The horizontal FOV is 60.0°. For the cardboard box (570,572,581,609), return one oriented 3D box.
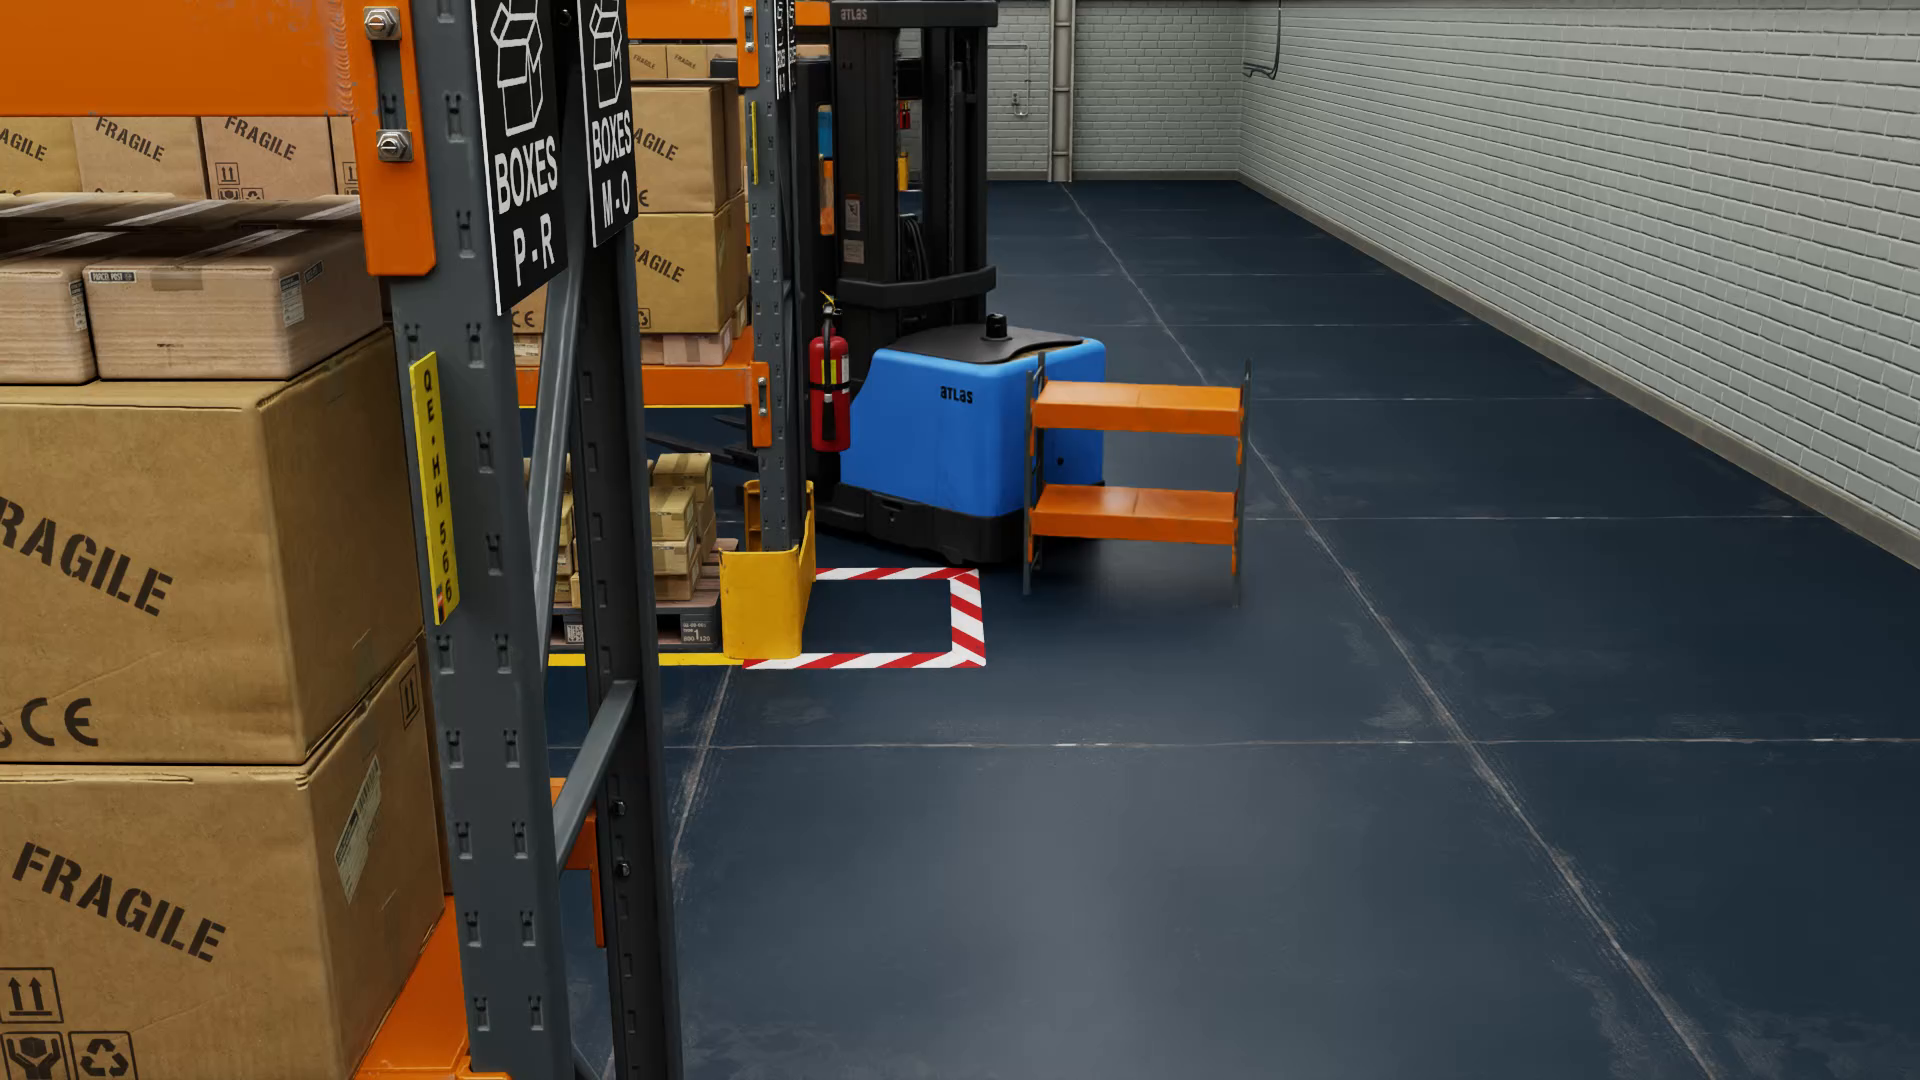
[{"bbox_3d":[-1.598,0.180,7.555,0.250,0.149,0.380,0,18,1],"label":"cardboard box"}]

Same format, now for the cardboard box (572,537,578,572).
[{"bbox_3d":[-1.604,0.015,7.584,0.250,0.149,0.380,-1,18,-2],"label":"cardboard box"}]

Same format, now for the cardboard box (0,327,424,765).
[{"bbox_3d":[-1.118,-0.013,2.378,0.500,0.500,0.500,0,18,1],"label":"cardboard box"}]

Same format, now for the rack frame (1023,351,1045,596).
[{"bbox_3d":[0.369,-0.334,8.246,0.032,1.125,0.500,3,18,9],"label":"rack frame"}]

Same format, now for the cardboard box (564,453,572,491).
[{"bbox_3d":[-1.876,-0.303,8.086,0.250,0.149,0.380,0,18,-1],"label":"cardboard box"}]

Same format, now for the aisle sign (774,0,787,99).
[{"bbox_3d":[-0.741,-2.222,6.809,0.004,0.787,0.394,0,18,-1],"label":"aisle sign"}]

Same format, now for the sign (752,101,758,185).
[{"bbox_3d":[-0.830,-1.608,6.737,0.005,0.325,0.100,0,18,-1],"label":"sign"}]

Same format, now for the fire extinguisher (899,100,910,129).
[{"bbox_3d":[-0.873,-6.775,25.994,0.183,0.674,0.296,0,18,-1],"label":"fire extinguisher"}]

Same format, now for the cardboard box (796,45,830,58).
[{"bbox_3d":[-1.895,-6.052,21.202,0.500,0.500,0.500,0,18,1],"label":"cardboard box"}]

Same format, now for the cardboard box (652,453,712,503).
[{"bbox_3d":[-1.348,-0.303,8.087,0.250,0.149,0.380,-1,18,-3],"label":"cardboard box"}]

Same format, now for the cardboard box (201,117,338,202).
[{"bbox_3d":[-2.828,-1.652,6.999,0.500,0.500,0.500,-1,18,-3],"label":"cardboard box"}]

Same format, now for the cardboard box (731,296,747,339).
[{"bbox_3d":[-1.148,-1.055,7.836,0.250,0.149,0.380,0,18,-1],"label":"cardboard box"}]

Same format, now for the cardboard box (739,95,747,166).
[{"bbox_3d":[-1.279,-2.936,11.820,0.500,0.500,0.500,0,18,0],"label":"cardboard box"}]

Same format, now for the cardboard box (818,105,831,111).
[{"bbox_3d":[-1.911,-5.576,21.354,0.500,0.500,0.500,0,18,0],"label":"cardboard box"}]

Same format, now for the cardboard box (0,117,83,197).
[{"bbox_3d":[-3.845,-1.657,7.014,0.500,0.500,0.500,-1,18,-3],"label":"cardboard box"}]

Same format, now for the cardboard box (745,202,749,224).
[{"bbox_3d":[-1.407,-2.368,11.929,0.250,0.149,0.380,0,18,0],"label":"cardboard box"}]

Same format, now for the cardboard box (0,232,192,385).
[{"bbox_3d":[-1.249,-0.326,2.290,0.250,0.149,0.380,0,18,0],"label":"cardboard box"}]

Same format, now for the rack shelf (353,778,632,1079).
[{"bbox_3d":[-2.640,0.788,2.859,4.000,0.370,1.077,0,18,-1],"label":"rack shelf"}]

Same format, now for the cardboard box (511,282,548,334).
[{"bbox_3d":[-1.779,-1.183,7.175,0.500,0.500,0.500,-1,18,-2],"label":"cardboard box"}]

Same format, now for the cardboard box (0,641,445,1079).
[{"bbox_3d":[-1.118,0.471,2.505,0.500,0.500,0.500,0,18,-1],"label":"cardboard box"}]

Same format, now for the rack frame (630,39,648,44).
[{"bbox_3d":[-5.030,-7.110,26.303,0.127,3.000,1.000,0,18,-1],"label":"rack frame"}]

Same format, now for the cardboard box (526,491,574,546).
[{"bbox_3d":[-1.853,-0.098,7.448,0.250,0.149,0.380,-1,18,-2],"label":"cardboard box"}]

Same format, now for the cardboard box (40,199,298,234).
[{"bbox_3d":[-1.260,-0.457,2.699,0.250,0.149,0.380,0,18,0],"label":"cardboard box"}]

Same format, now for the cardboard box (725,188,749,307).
[{"bbox_3d":[-1.272,-1.347,7.686,0.500,0.500,0.500,1,18,2],"label":"cardboard box"}]

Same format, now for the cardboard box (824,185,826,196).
[{"bbox_3d":[-1.997,-4.599,22.254,0.500,0.250,0.500,0,18,-1],"label":"cardboard box"}]

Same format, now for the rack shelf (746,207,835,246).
[{"bbox_3d":[-2.796,-2.239,12.294,4.000,0.370,1.077,0,18,-1],"label":"rack shelf"}]

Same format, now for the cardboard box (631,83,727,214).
[{"bbox_3d":[-1.273,-1.663,7.034,0.500,0.500,0.500,-1,18,-2],"label":"cardboard box"}]

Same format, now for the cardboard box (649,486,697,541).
[{"bbox_3d":[-1.344,-0.122,7.522,0.250,0.149,0.380,0,18,0],"label":"cardboard box"}]

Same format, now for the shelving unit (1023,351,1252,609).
[{"bbox_3d":[0.869,-0.307,8.163,1.048,1.125,0.538,3,18,9],"label":"shelving unit"}]

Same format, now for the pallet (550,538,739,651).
[{"bbox_3d":[-1.708,0.245,7.937,1.213,0.211,1.003,0,18,-1],"label":"pallet"}]

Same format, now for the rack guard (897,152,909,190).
[{"bbox_3d":[-1.007,-5.940,26.745,0.348,0.500,1.175,0,18,-1],"label":"rack guard"}]

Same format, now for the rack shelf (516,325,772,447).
[{"bbox_3d":[-2.819,-0.724,7.571,4.000,0.370,1.077,0,18,-1],"label":"rack shelf"}]

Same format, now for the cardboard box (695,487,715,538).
[{"bbox_3d":[-1.347,-0.136,8.053,0.250,0.149,0.380,0,18,1],"label":"cardboard box"}]

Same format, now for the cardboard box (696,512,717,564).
[{"bbox_3d":[-1.348,-0.014,8.159,0.250,0.149,0.380,0,18,0],"label":"cardboard box"}]

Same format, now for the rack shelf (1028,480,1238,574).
[{"bbox_3d":[0.869,-0.074,8.237,1.000,0.278,0.538,3,18,9],"label":"rack shelf"}]

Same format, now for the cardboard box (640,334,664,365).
[{"bbox_3d":[-1.390,-0.879,7.287,0.250,0.149,0.380,0,18,-1],"label":"cardboard box"}]

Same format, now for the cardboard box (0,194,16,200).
[{"bbox_3d":[-1.785,-0.484,2.783,0.250,0.149,0.380,-1,18,-3],"label":"cardboard box"}]

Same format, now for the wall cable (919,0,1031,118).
[{"bbox_3d":[0.235,-7.909,27.127,1.851,1.984,0.084,0,18,-1],"label":"wall cable"}]

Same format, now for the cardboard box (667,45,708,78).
[{"bbox_3d":[-3.443,-6.043,21.173,0.500,0.500,0.500,-1,18,-2],"label":"cardboard box"}]

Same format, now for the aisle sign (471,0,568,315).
[{"bbox_3d":[-0.563,-0.708,2.088,0.004,0.787,0.394,0,18,-1],"label":"aisle sign"}]

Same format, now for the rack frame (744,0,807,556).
[{"bbox_3d":[-0.819,-1.076,7.491,0.127,3.000,1.000,0,18,-1],"label":"rack frame"}]

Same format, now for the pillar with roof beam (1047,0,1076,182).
[{"bbox_3d":[1.723,-8.949,22.212,0.400,9.000,9.100,0,18,-1],"label":"pillar with roof beam"}]

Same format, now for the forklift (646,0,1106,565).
[{"bbox_3d":[-0.654,-1.619,9.297,3.031,2.935,1.130,15,23,38],"label":"forklift"}]

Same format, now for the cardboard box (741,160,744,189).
[{"bbox_3d":[-1.784,-2.576,11.925,0.500,0.250,0.500,-1,18,-2],"label":"cardboard box"}]

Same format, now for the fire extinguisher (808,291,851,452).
[{"bbox_3d":[-0.560,-0.722,7.124,0.183,0.674,0.296,0,18,-1],"label":"fire extinguisher"}]
